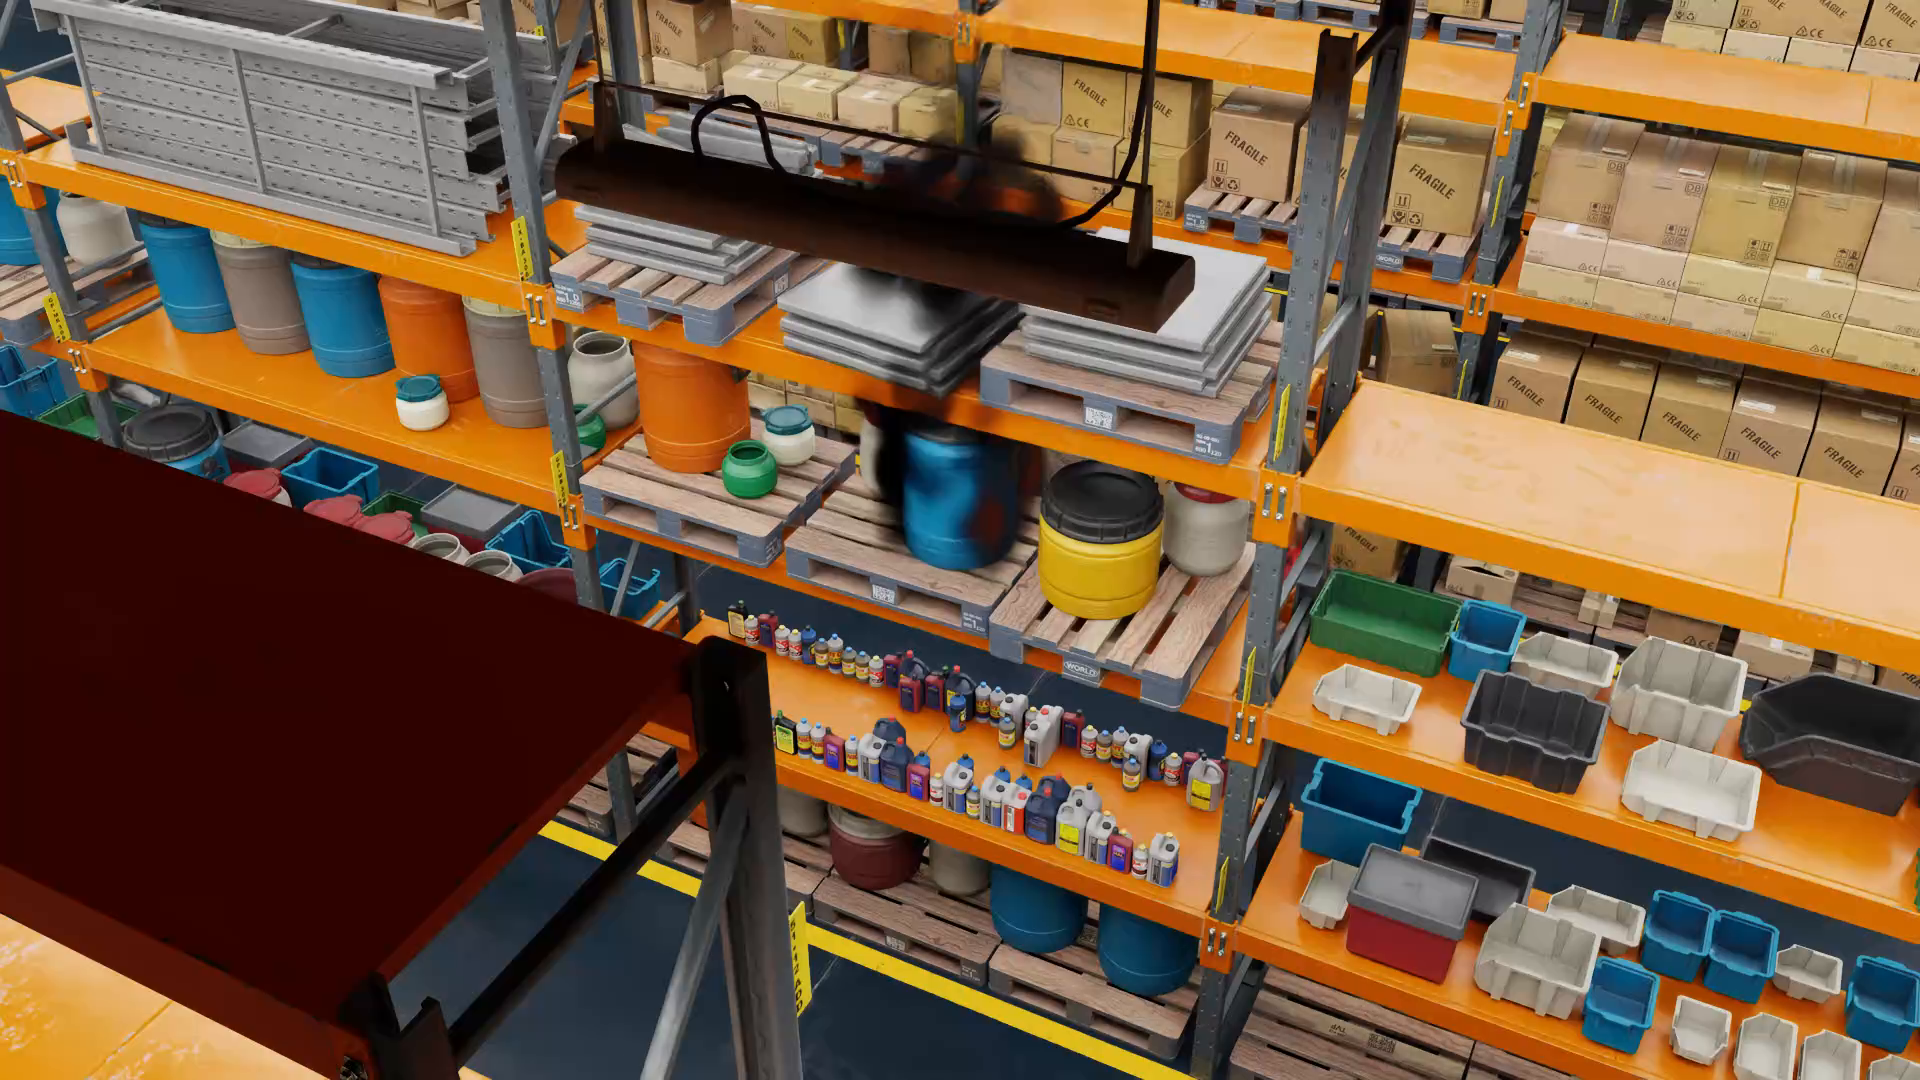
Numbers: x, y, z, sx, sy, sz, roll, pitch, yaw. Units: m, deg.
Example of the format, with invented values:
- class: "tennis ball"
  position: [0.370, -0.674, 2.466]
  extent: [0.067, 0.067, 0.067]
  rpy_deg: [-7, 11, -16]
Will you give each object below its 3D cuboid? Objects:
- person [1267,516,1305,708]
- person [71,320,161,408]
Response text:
- class: "person"
  position: [2.163, 0.558, 11.597]
  extent: [0.703, 1.739, 0.640]
  rpy_deg: [14, 37, 19]
- class: "person"
  position: [-7.506, -1.648, 14.673]
  extent: [0.666, 1.655, 0.691]
  rpy_deg: [11, 37, 15]
